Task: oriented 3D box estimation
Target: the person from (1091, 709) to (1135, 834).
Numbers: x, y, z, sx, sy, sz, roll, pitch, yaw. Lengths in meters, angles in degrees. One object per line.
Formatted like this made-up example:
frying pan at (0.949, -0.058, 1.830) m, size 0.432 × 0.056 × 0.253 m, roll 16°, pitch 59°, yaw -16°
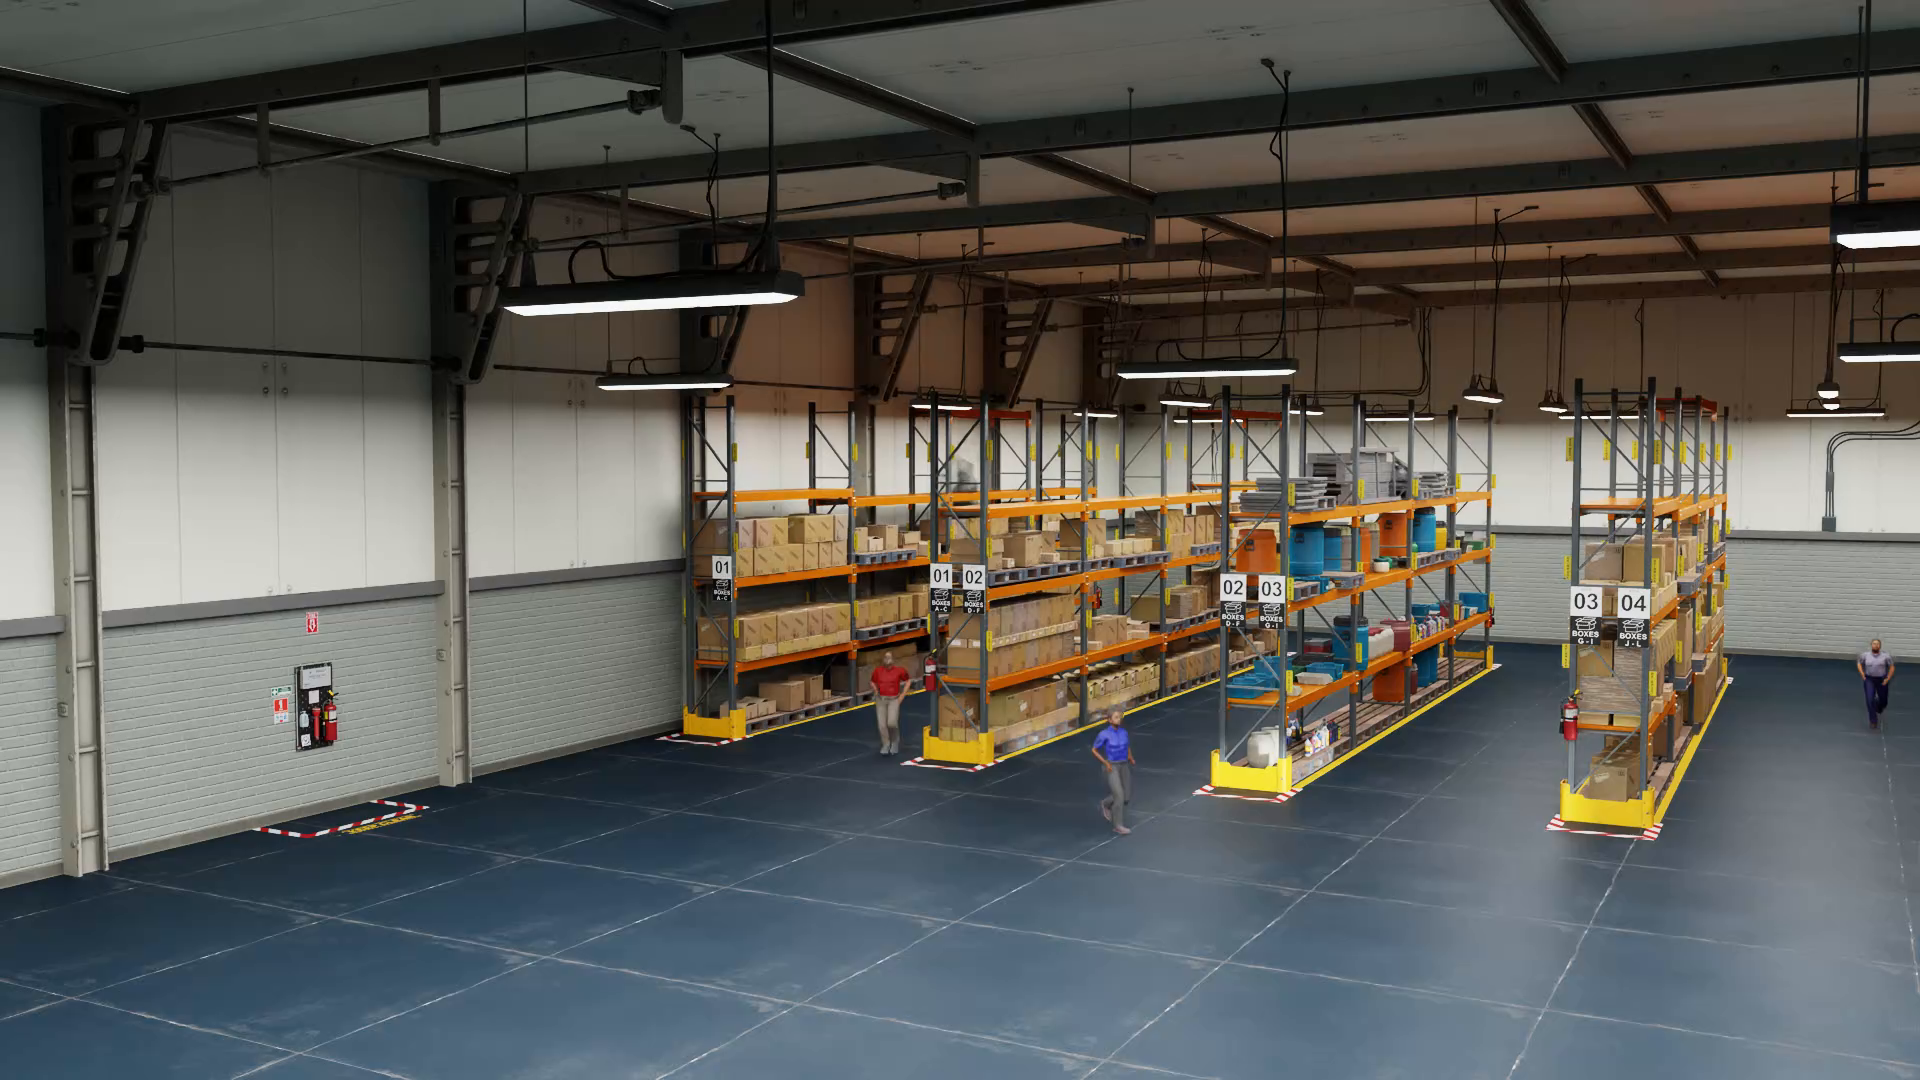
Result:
person at (2.027, 3.038, 21.964) m, size 0.581 × 1.608 × 0.681 m, roll -2°, pitch 4°, yaw -33°

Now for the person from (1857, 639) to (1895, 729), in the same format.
person at (16.770, 2.627, 30.464) m, size 0.602 × 1.613 × 0.818 m, roll 1°, pitch 3°, yaw 24°

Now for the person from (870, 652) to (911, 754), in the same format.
person at (-1.188, 2.711, 27.521) m, size 0.666 × 1.718 × 0.612 m, roll 1°, pitch 3°, yaw 12°
